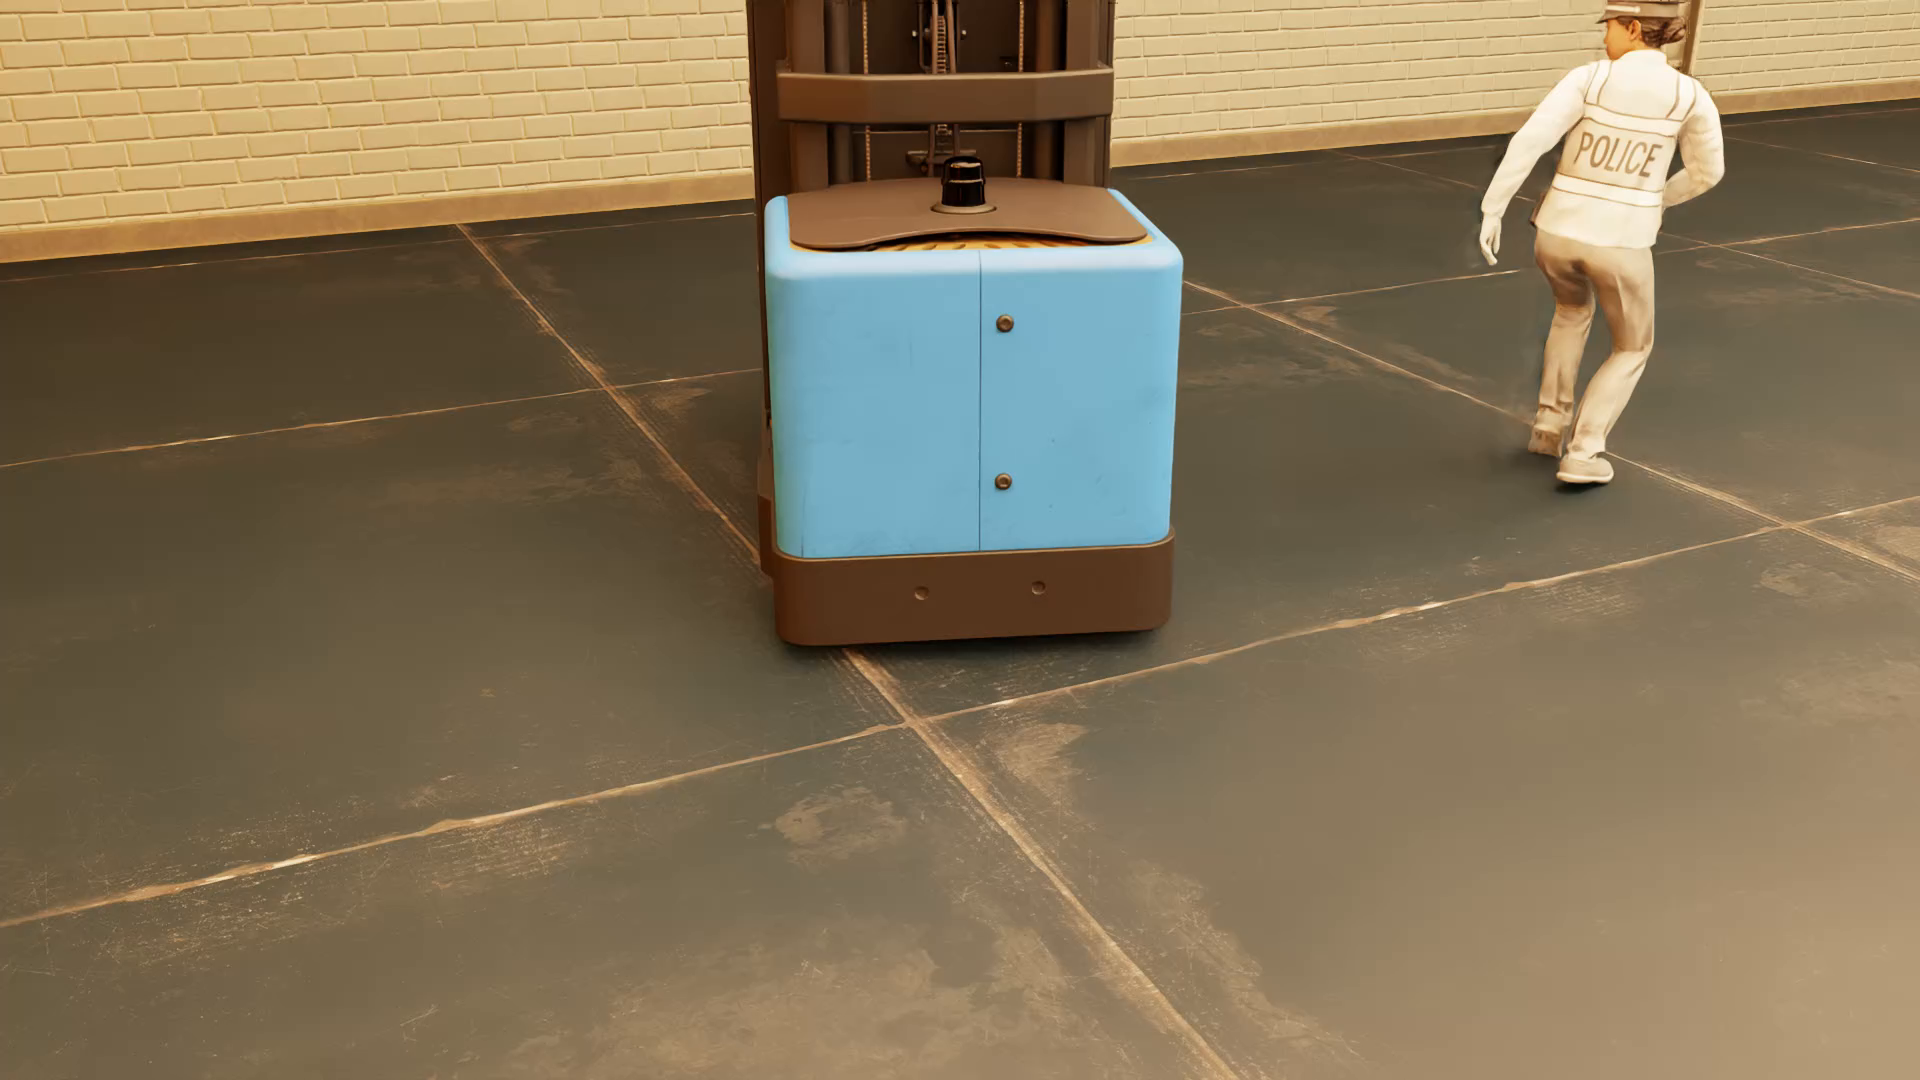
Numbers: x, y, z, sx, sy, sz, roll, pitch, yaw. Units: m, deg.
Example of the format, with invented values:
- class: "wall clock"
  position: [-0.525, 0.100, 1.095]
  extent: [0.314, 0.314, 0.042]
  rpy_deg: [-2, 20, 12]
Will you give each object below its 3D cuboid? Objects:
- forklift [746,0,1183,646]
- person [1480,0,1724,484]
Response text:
- class: "forklift"
  position: [-0.113, -1.610, 5.161]
  extent: [1.130, 2.935, 3.031]
  rpy_deg: [-2, 23, -6]
- class: "person"
  position: [2.057, -0.941, 5.350]
  extent: [0.613, 1.646, 0.710]
  rpy_deg: [15, 27, 31]
